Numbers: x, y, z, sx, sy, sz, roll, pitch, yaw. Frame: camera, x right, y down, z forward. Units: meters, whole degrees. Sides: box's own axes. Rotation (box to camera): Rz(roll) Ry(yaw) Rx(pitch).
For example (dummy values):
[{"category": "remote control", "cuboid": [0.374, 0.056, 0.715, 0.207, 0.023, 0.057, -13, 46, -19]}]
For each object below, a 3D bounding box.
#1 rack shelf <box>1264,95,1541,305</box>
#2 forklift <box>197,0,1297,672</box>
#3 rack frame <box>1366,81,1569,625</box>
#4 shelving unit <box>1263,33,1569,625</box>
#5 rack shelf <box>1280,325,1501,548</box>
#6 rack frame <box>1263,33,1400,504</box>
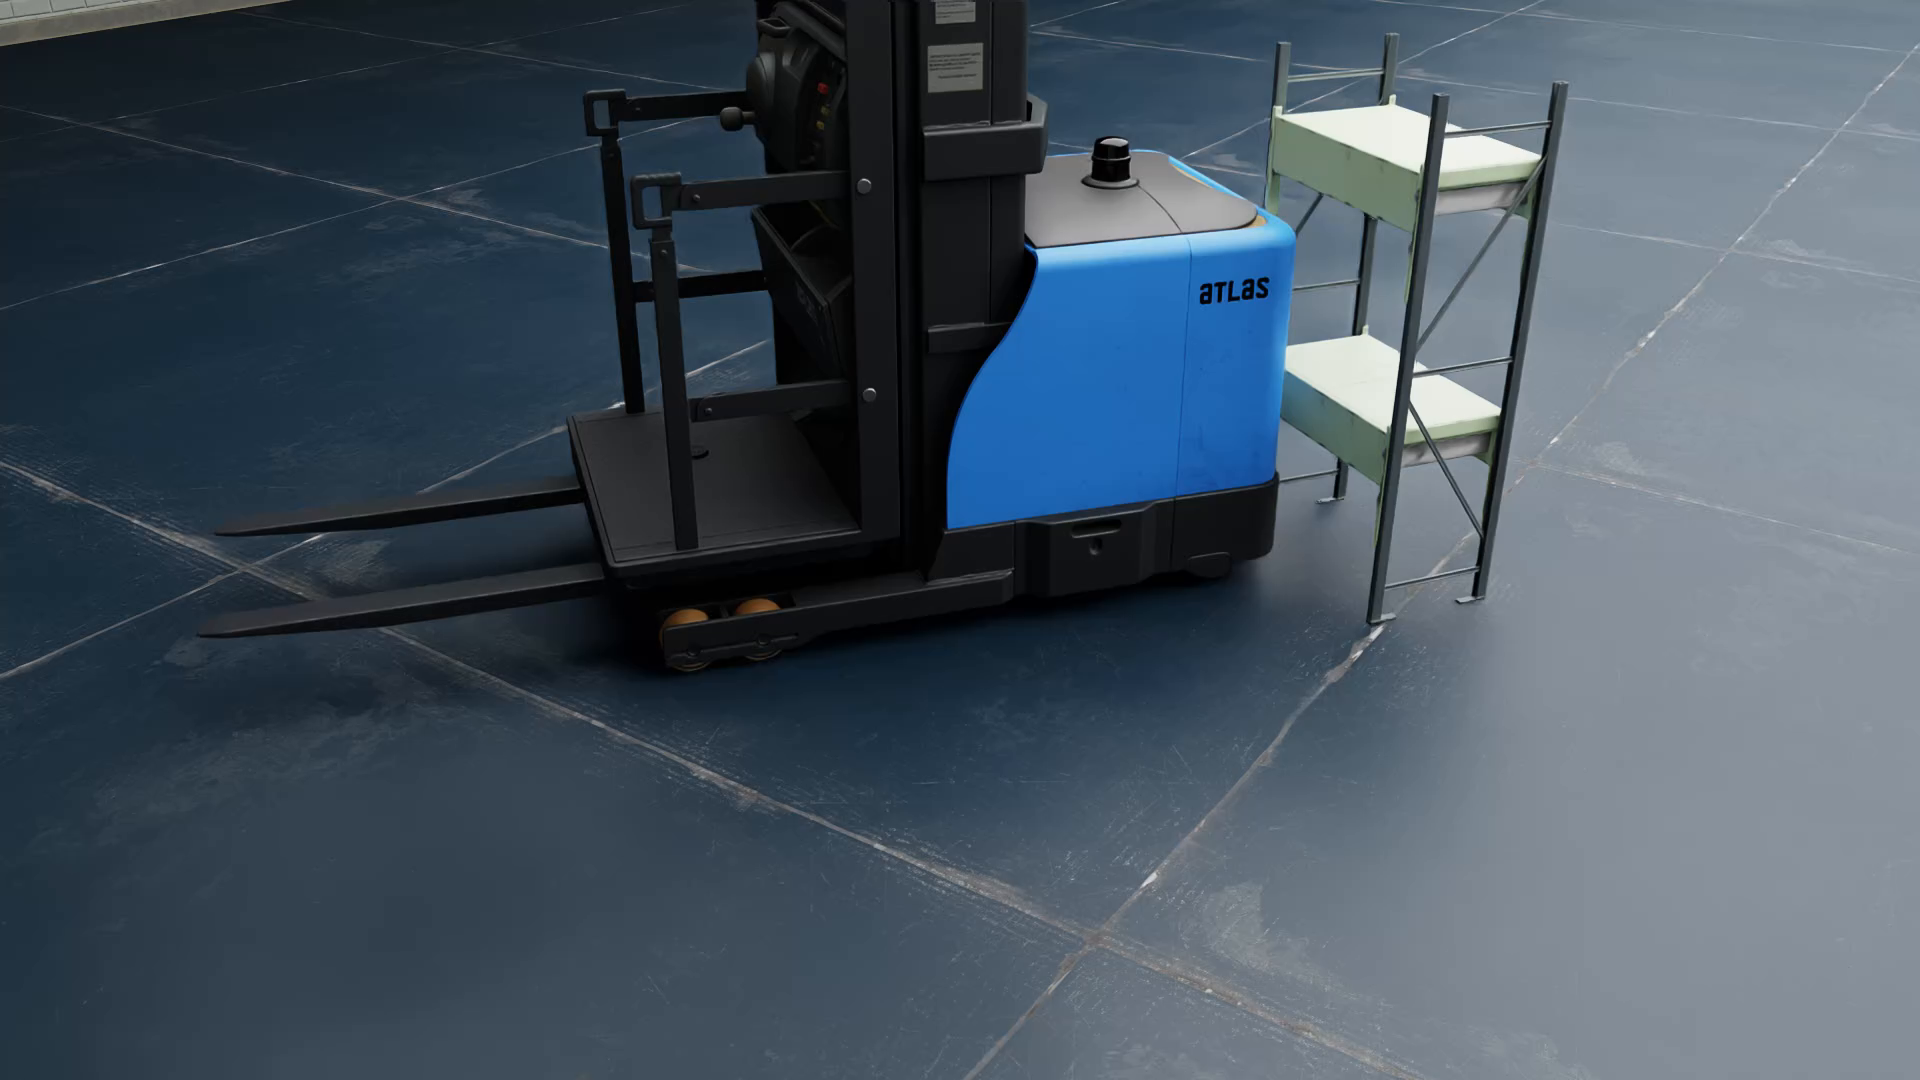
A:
[{"category": "rack shelf", "cuboid": [1.224, -0.966, 4.634, 0.431, 0.370, 0.720, -10, 29, -19]}, {"category": "forklift", "cuboid": [-0.623, -1.216, 4.407, 3.031, 2.935, 1.130, -8, 28, -16]}, {"category": "rack frame", "cuboid": [1.360, -0.464, 4.508, 0.400, 1.500, 0.023, -10, 29, -19]}, {"category": "shelving unit", "cuboid": [1.224, -0.618, 4.811, 0.431, 1.500, 0.755, -10, 29, -19]}, {"category": "rack shelf", "cuboid": [1.224, -0.328, 4.959, 0.431, 0.370, 0.720, -10, 29, -19]}, {"category": "rack frame", "cuboid": [1.088, -0.772, 5.114, 0.400, 1.500, 0.023, -10, 29, -19]}]
